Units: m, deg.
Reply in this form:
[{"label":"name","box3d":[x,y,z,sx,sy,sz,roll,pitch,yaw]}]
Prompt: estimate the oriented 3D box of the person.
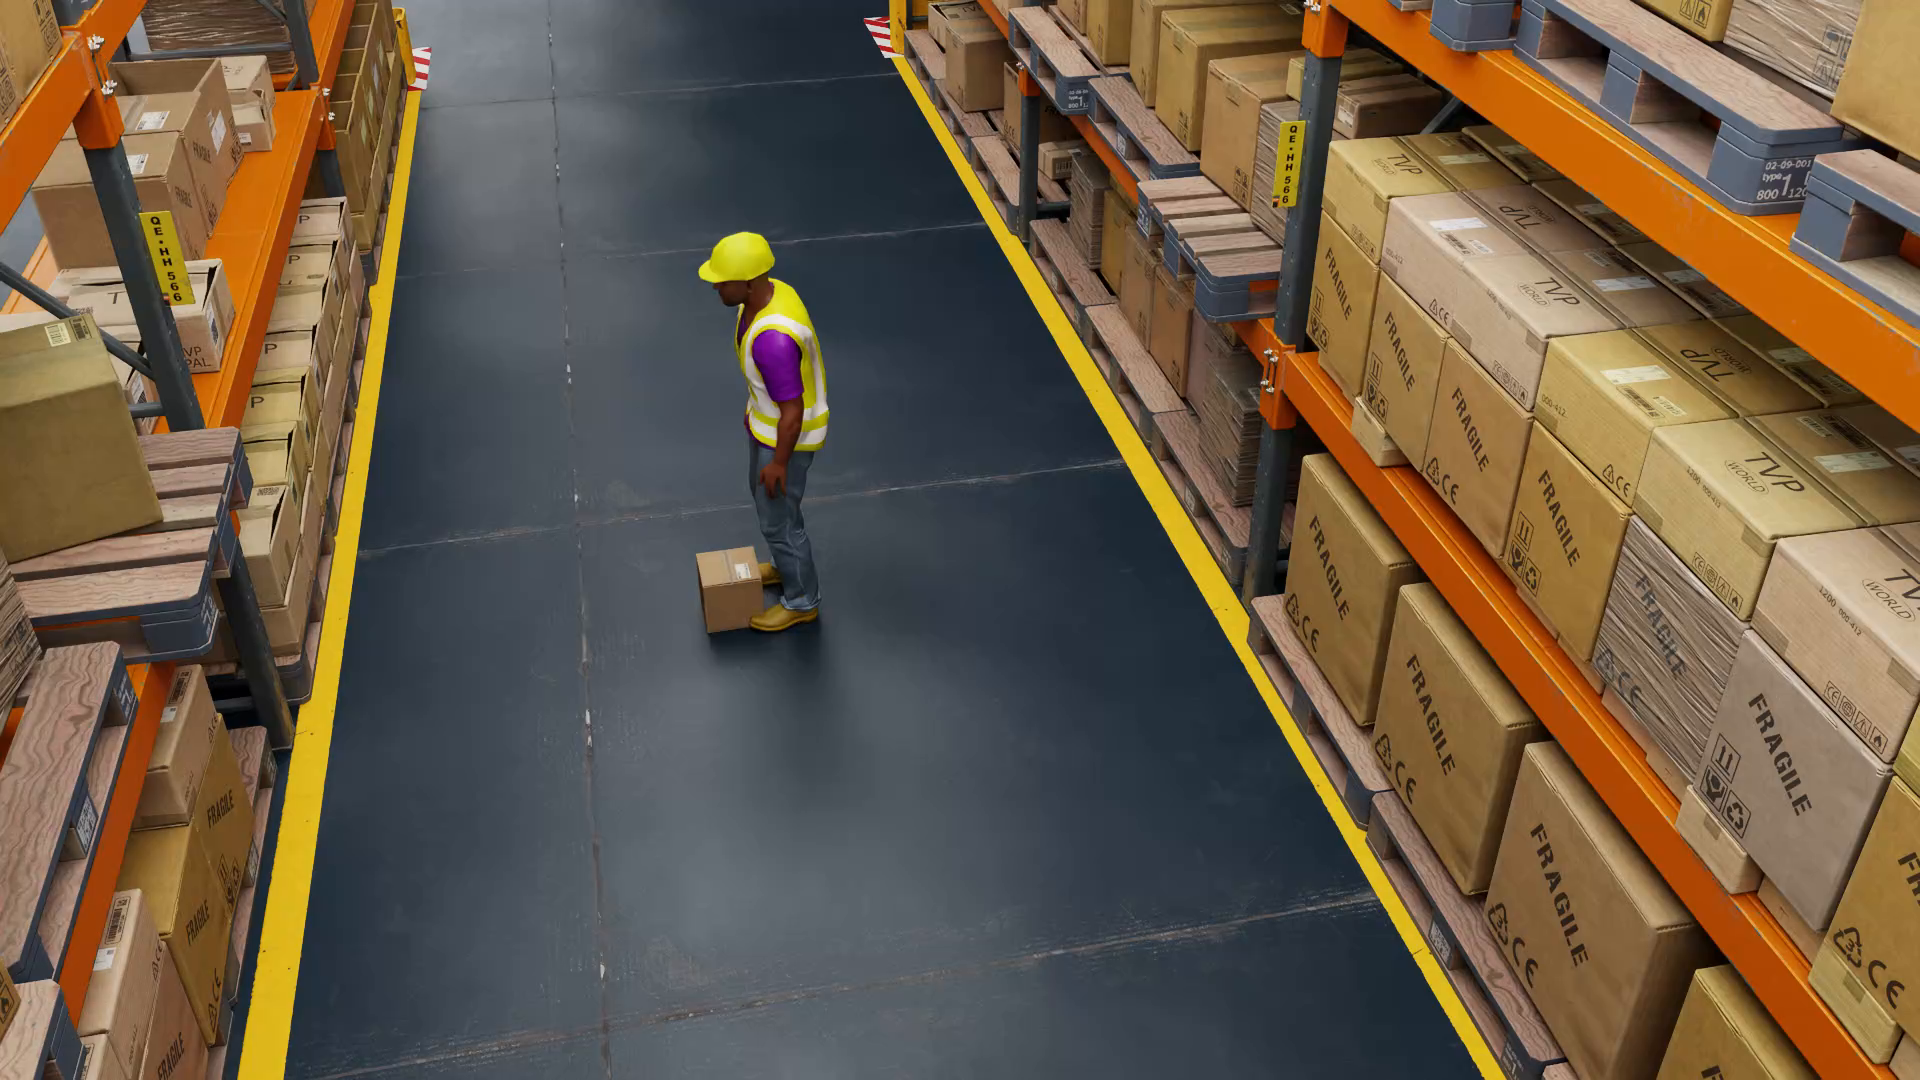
[{"label":"person","box3d":[-0.771,-0.444,6.784,0.461,1.757,0.627,-7,35,-11]}]
